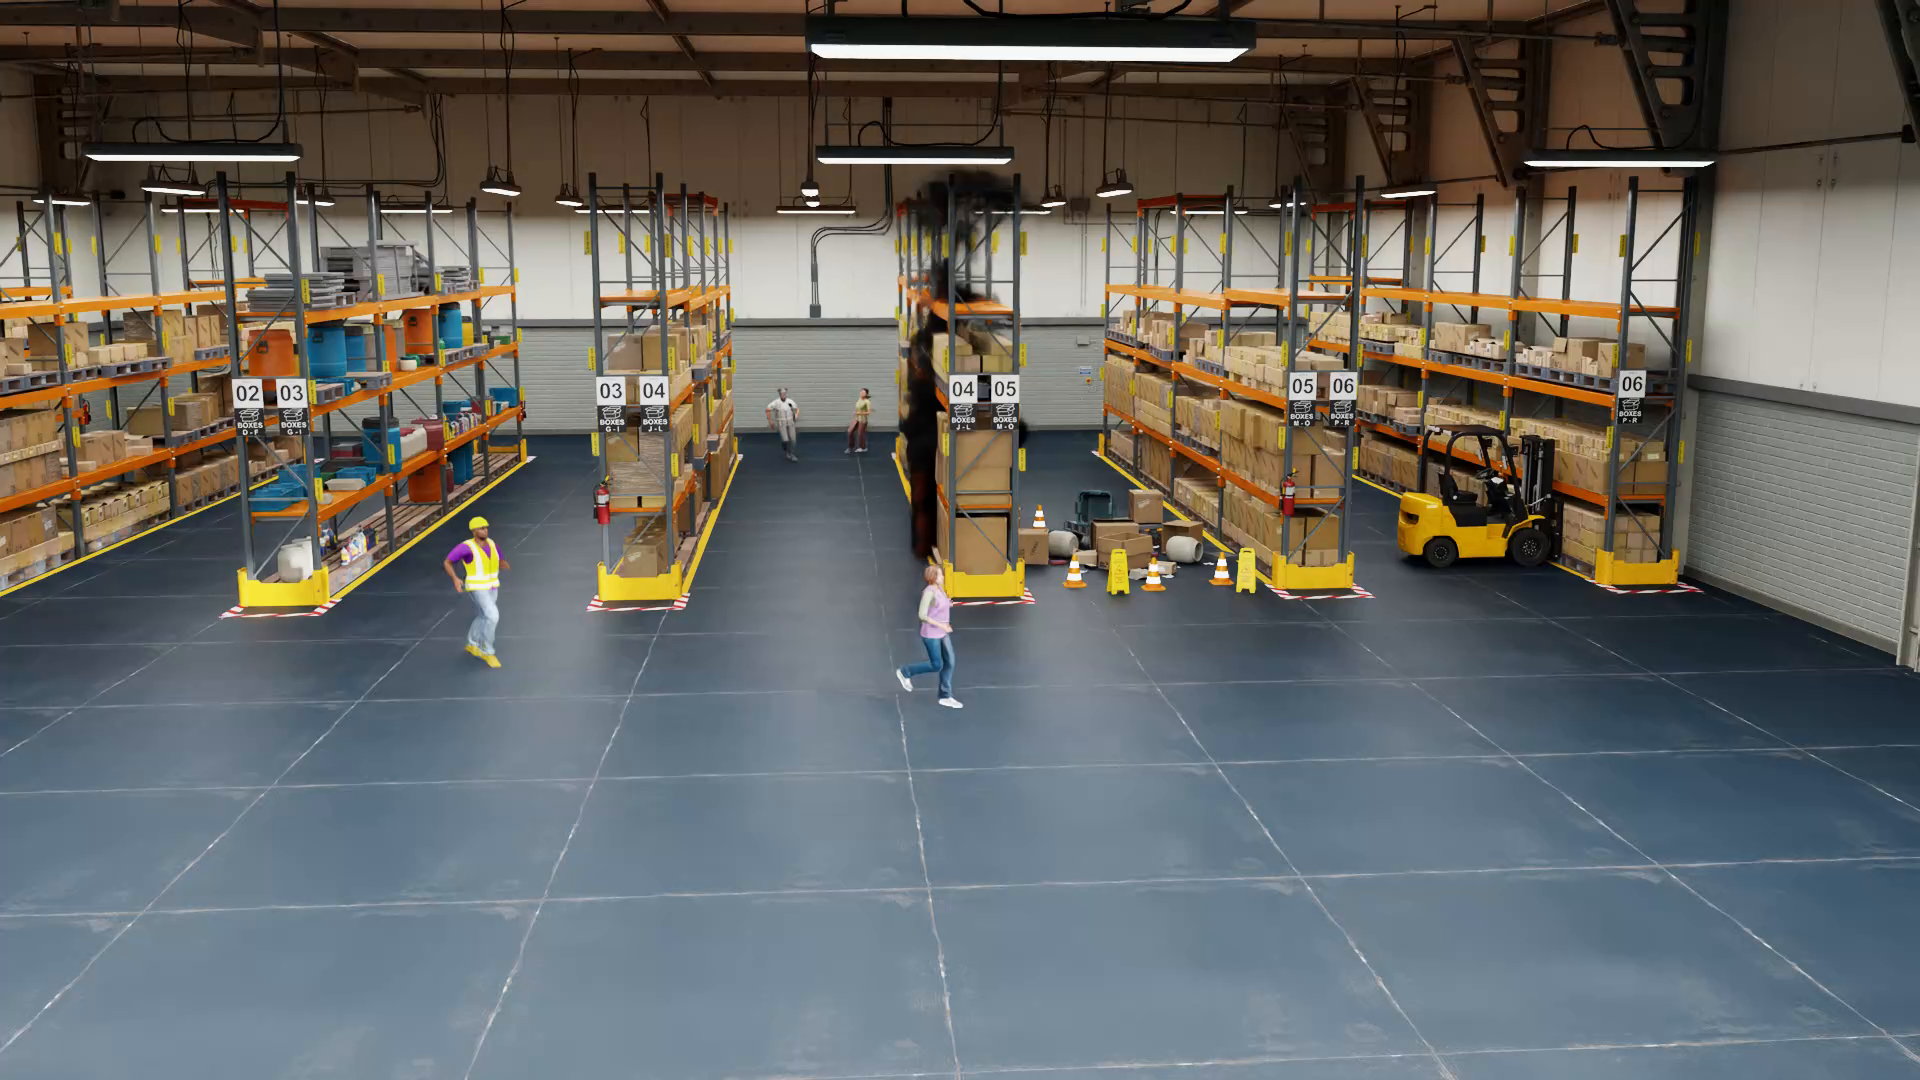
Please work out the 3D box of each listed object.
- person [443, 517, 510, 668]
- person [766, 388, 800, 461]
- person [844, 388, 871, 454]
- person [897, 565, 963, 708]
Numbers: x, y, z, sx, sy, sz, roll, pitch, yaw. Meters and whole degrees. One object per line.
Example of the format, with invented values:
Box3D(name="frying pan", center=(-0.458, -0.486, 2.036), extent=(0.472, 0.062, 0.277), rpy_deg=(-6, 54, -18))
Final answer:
Box3D(name="person", center=(-5.770, 0.621, 20.105), extent=(0.765, 1.820, 0.677), rpy_deg=(5, 11, 25))
Box3D(name="person", center=(-4.138, -2.723, 39.178), extent=(0.795, 1.736, 0.580), rpy_deg=(-3, 11, -19))
Box3D(name="person", center=(-2.417, -2.903, 40.516), extent=(0.772, 1.636, 0.637), rpy_deg=(9, 13, 41))
Box3D(name="person", center=(-0.323, 1.049, 18.286), extent=(0.760, 1.584, 0.543), rpy_deg=(4, 11, 22))
